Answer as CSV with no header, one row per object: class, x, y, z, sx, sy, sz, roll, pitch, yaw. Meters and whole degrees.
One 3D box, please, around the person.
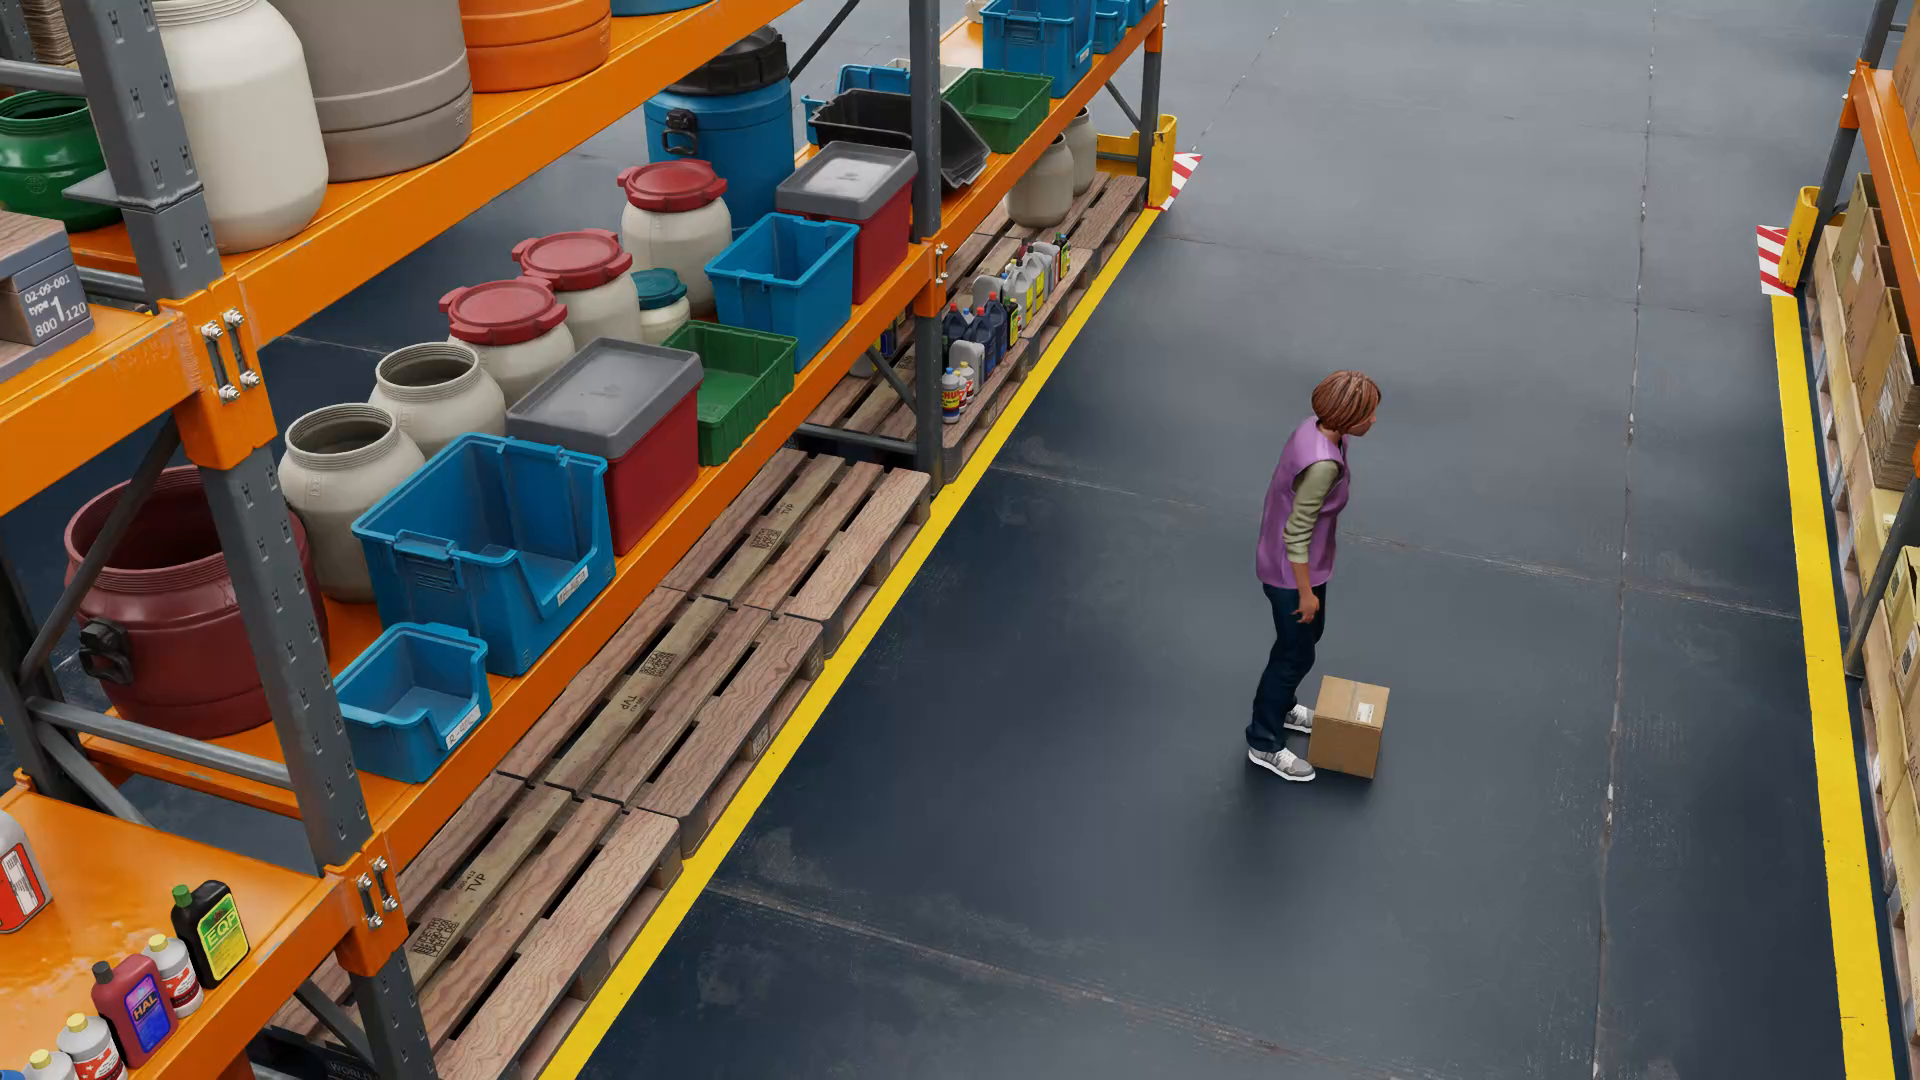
person,1.238,0.106,5.993,0.346,1.592,0.484,9,35,13
